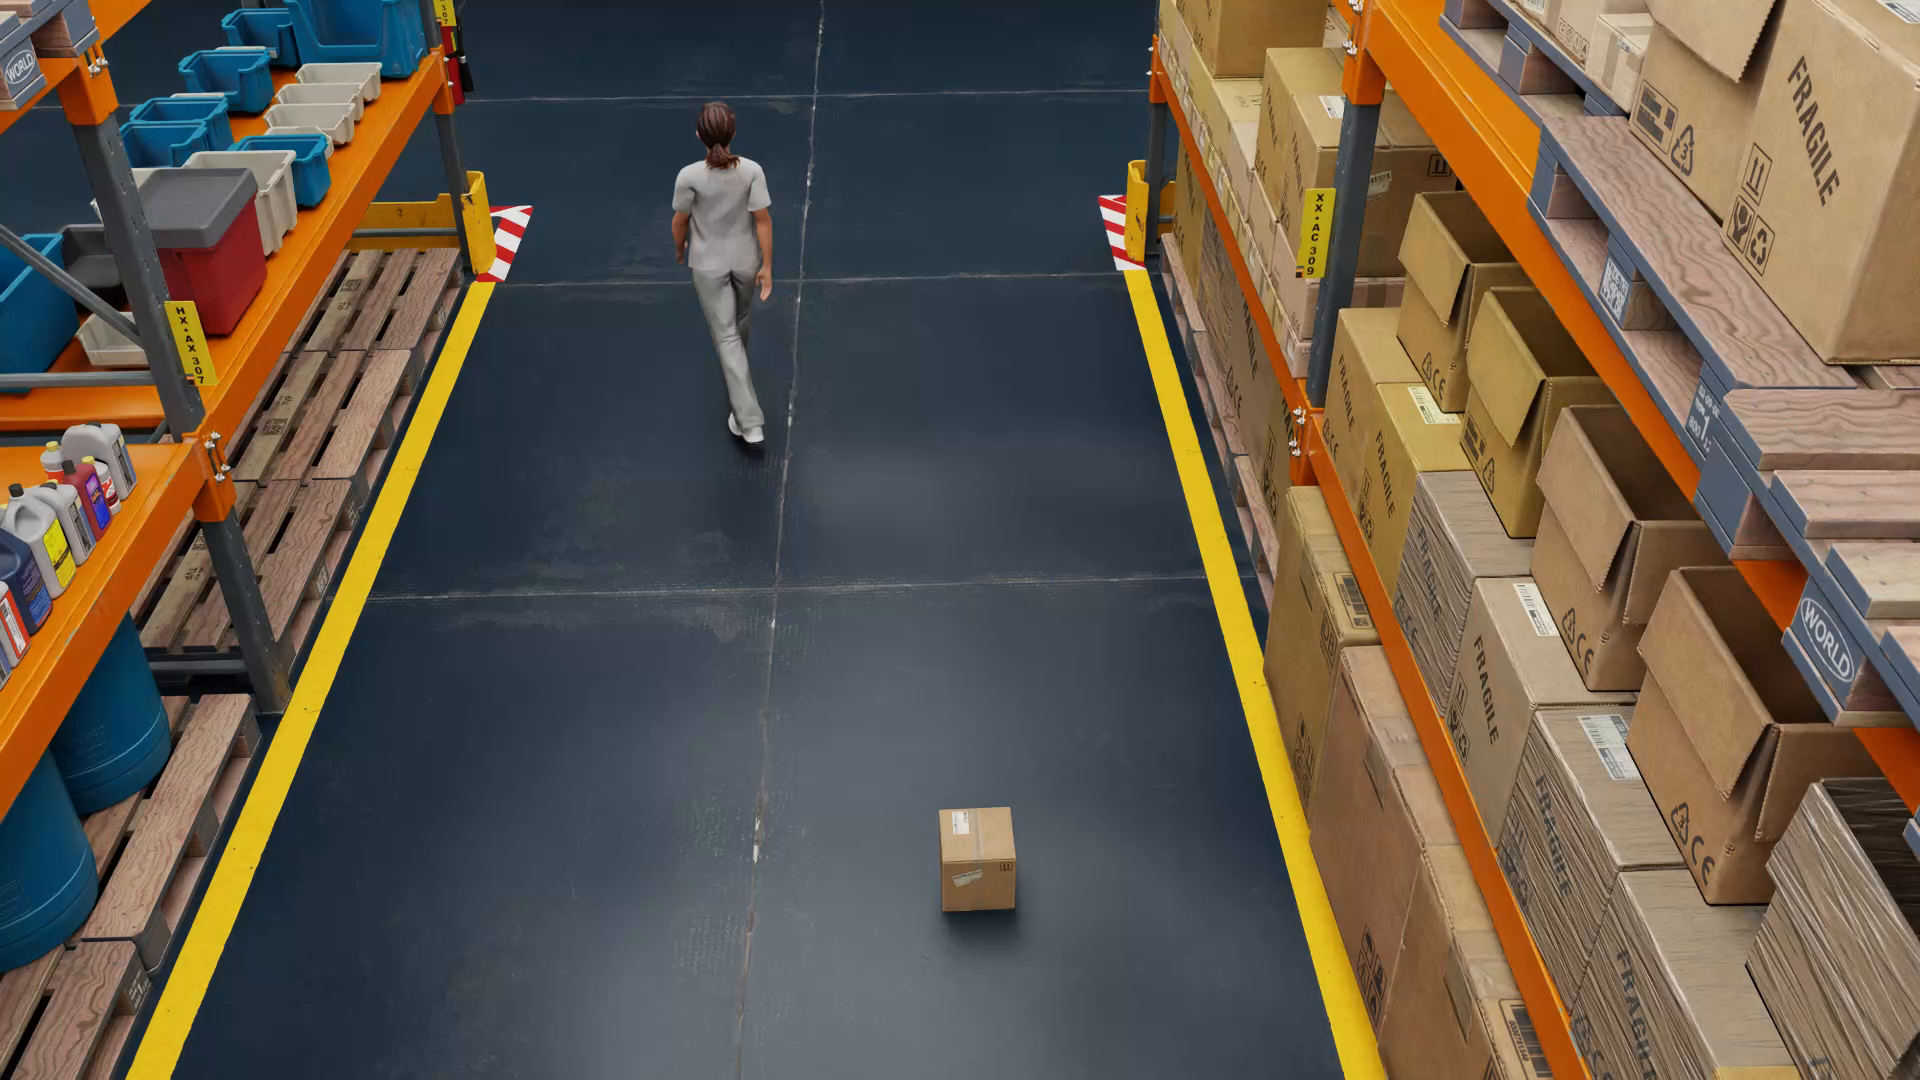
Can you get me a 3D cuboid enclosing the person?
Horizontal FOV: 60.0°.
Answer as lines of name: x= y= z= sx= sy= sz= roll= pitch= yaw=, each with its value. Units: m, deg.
person: x=-1.153 y=-1.365 z=8.063 sx=0.451 sy=1.611 sz=1.048 roll=-14 pitch=38 yaw=-18
